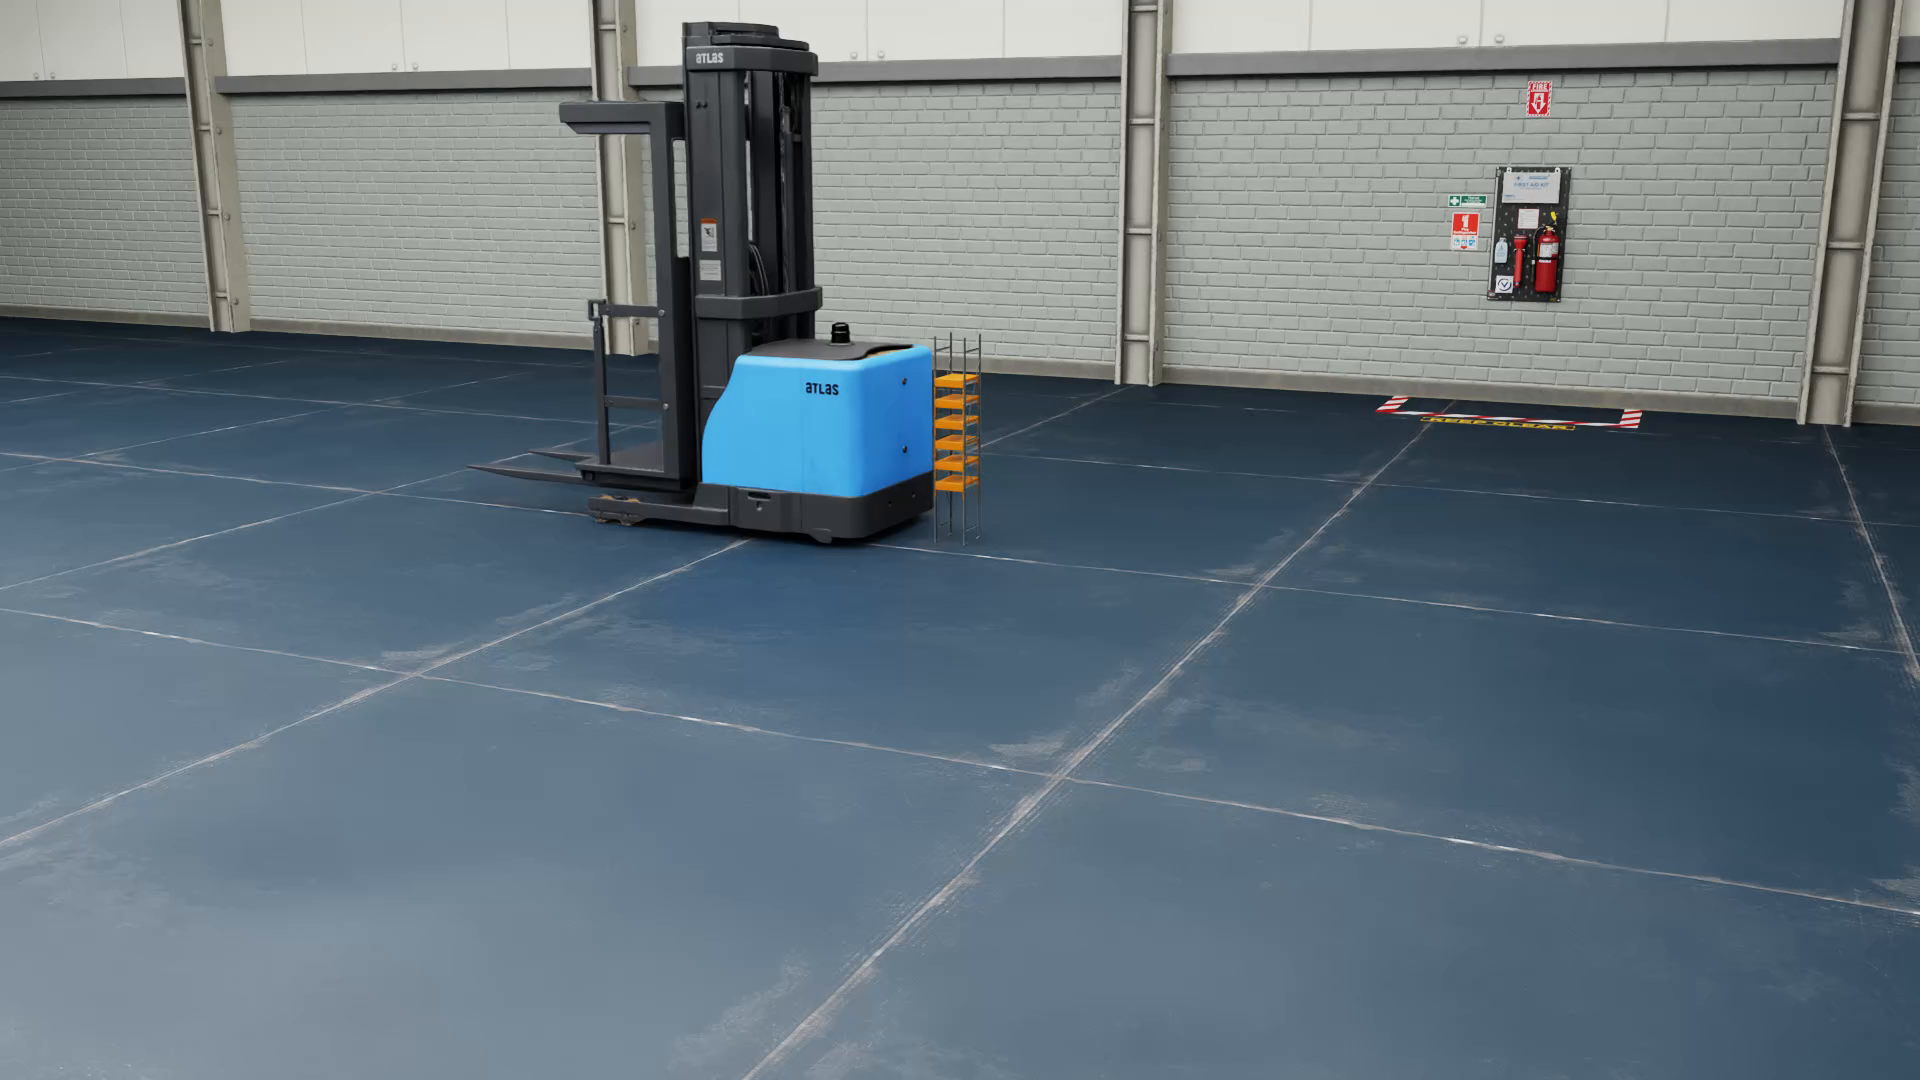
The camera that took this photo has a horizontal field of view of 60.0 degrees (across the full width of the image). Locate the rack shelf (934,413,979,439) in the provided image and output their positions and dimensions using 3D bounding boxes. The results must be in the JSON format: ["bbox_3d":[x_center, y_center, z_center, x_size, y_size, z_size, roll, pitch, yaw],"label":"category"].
[{"bbox_3d":[-0.013,-0.659,9.606,0.180,0.103,0.258,6,14,23],"label":"rack shelf"}]

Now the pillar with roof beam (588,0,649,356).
[{"bbox_3d":[-5.477,-5.576,13.819,0.400,9.000,9.100,6,14,23],"label":"pillar with roof beam"}]

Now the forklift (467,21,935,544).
[{"bbox_3d":[-1.712,-1.614,10.216,3.031,2.935,1.130,6,15,25],"label":"forklift"}]

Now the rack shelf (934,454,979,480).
[{"bbox_3d":[-0.013,-0.425,9.661,0.180,0.103,0.258,6,14,23],"label":"rack shelf"}]

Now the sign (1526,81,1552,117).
[{"bbox_3d":[5.027,-3.831,14.440,0.199,0.298,0.001,6,14,23],"label":"sign"}]

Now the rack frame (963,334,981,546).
[{"bbox_3d":[0.070,-0.577,9.587,0.006,1.200,0.240,6,14,23],"label":"rack frame"}]

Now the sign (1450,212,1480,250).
[{"bbox_3d":[4.531,-2.771,14.919,0.234,0.329,0.001,6,14,23],"label":"sign"}]

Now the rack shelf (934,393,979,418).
[{"bbox_3d":[-0.013,-0.776,9.579,0.180,0.103,0.258,6,14,23],"label":"rack shelf"}]

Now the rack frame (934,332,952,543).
[{"bbox_3d":[-0.097,-0.594,9.660,0.006,1.200,0.240,6,14,23],"label":"rack frame"}]

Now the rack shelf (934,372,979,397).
[{"bbox_3d":[-0.013,-0.893,9.551,0.180,0.103,0.258,6,14,23],"label":"rack shelf"}]

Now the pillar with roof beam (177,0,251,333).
[{"bbox_3d":[-10.963,-6.131,16.185,0.400,9.000,9.100,6,14,23],"label":"pillar with roof beam"}]

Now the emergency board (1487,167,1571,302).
[{"bbox_3d":[4.994,-2.681,14.613,0.643,1.169,0.194,6,14,23],"label":"emergency board"}]

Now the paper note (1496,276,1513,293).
[{"bbox_3d":[4.861,-2.283,14.845,0.142,0.148,0.016,6,14,23],"label":"paper note"}]

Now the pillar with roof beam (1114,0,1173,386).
[{"bbox_3d":[0.009,-5.021,11.453,0.400,9.000,9.100,6,14,23],"label":"pillar with roof beam"}]

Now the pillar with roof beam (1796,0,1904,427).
[{"bbox_3d":[5.495,-4.466,9.087,0.400,9.000,9.100,6,14,23],"label":"pillar with roof beam"}]

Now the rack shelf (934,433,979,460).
[{"bbox_3d":[-0.013,-0.542,9.634,0.180,0.103,0.258,6,14,23],"label":"rack shelf"}]

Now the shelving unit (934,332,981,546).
[{"bbox_3d":[-0.013,-0.585,9.623,0.189,1.200,0.258,6,14,23],"label":"shelving unit"}]

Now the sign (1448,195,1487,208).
[{"bbox_3d":[4.531,-3.026,14.848,0.331,0.109,0.001,6,14,23],"label":"sign"}]

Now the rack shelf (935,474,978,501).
[{"bbox_3d":[-0.013,-0.309,9.688,0.180,0.103,0.258,6,14,23],"label":"rack shelf"}]
